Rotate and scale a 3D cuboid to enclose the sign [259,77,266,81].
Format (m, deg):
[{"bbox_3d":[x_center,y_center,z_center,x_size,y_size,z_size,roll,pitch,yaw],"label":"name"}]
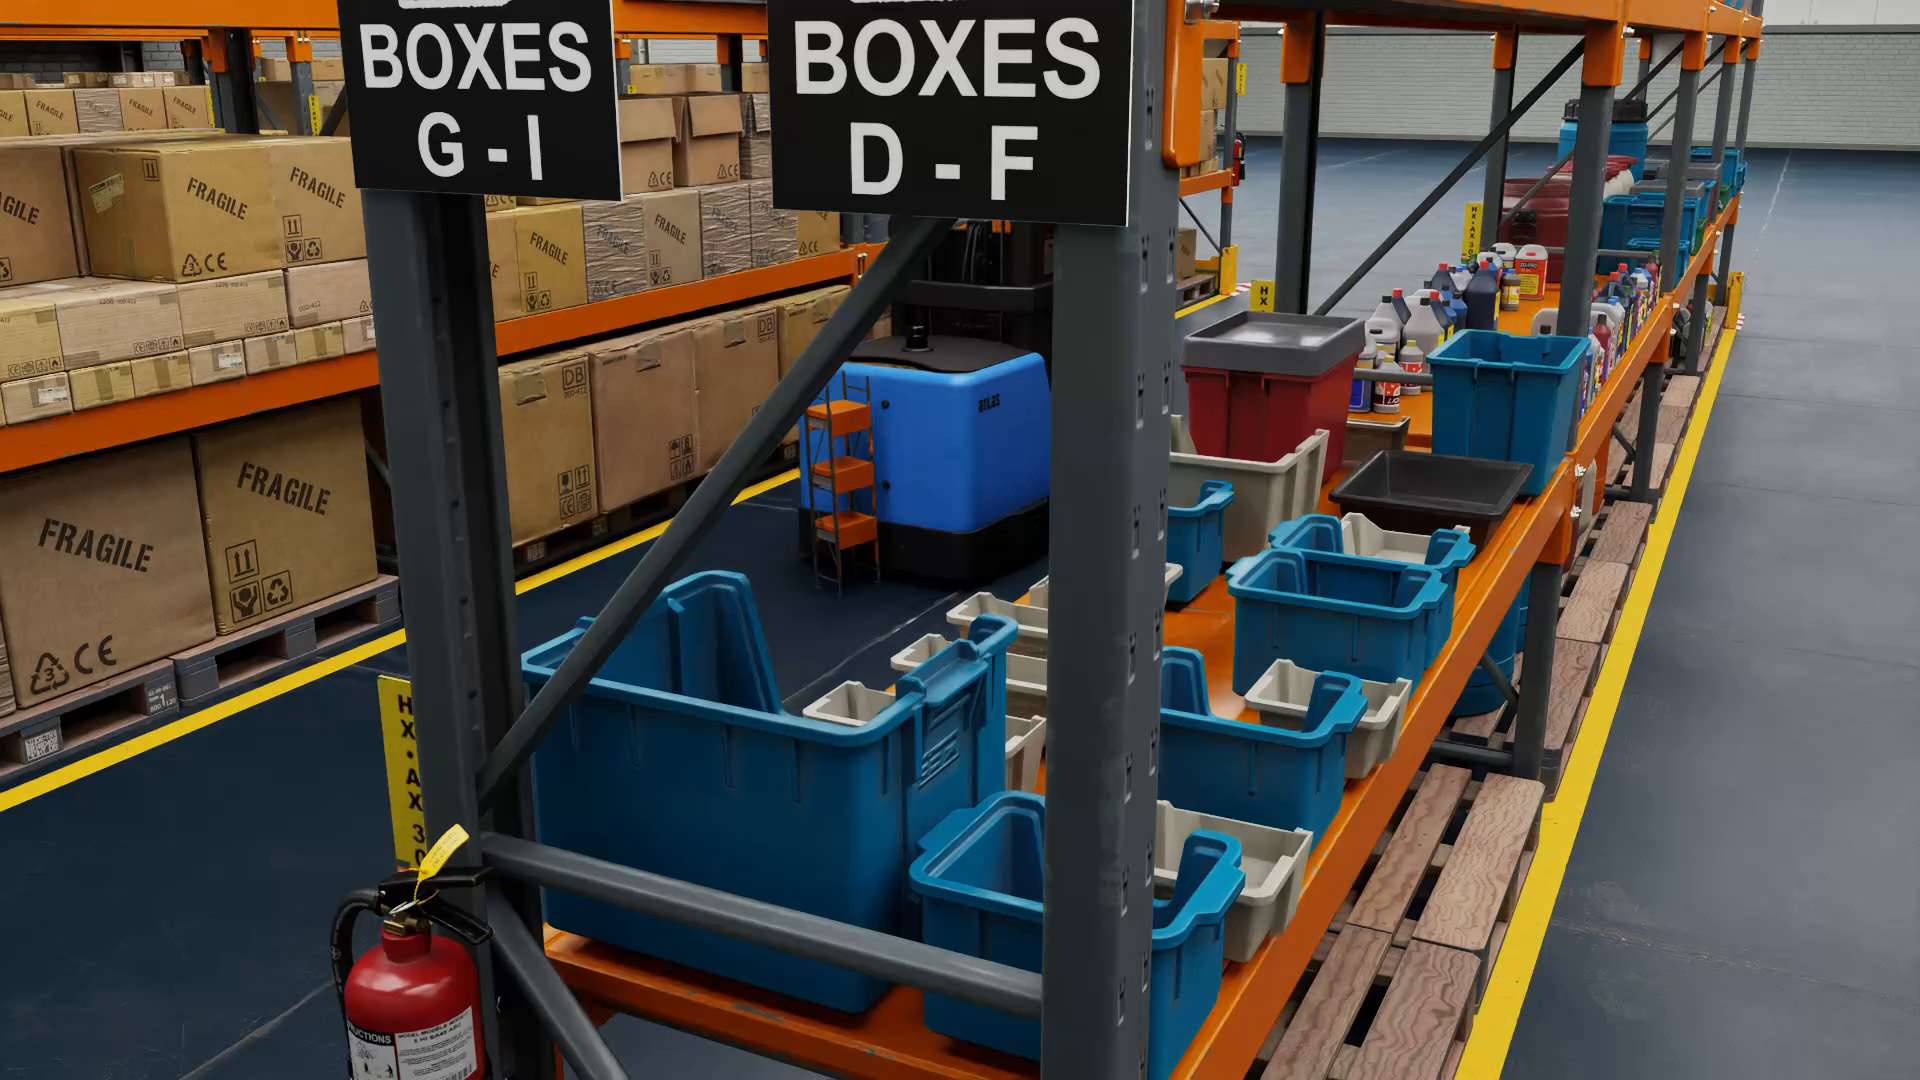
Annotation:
[{"bbox_3d":[-7.688,-4.941,18.359,0.100,0.325,0.005,8,18,25],"label":"sign"}]

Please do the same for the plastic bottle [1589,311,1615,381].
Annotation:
[{"bbox_3d":[2.497,-0.773,6.577,0.152,0.276,0.135,8,18,25],"label":"plastic bottle"}]

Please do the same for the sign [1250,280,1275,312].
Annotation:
[{"bbox_3d":[1.044,-0.730,5.729,0.100,0.325,0.005,8,18,25],"label":"sign"}]

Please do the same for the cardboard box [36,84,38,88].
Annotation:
[{"bbox_3d":[-12.079,-5.776,21.364,0.380,0.149,0.250,8,18,24],"label":"cardboard box"}]

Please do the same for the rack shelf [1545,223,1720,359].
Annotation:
[{"bbox_3d":[4.216,-1.711,10.779,1.077,0.370,4.000,8,18,25],"label":"rack shelf"}]

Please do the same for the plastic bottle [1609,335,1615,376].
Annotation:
[{"bbox_3d":[2.573,-0.763,6.675,0.097,0.201,0.097,0,17,0],"label":"plastic bottle"}]

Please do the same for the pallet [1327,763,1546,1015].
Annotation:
[{"bbox_3d":[1.242,1.002,5.281,1.003,0.211,1.213,8,18,25],"label":"pallet"}]

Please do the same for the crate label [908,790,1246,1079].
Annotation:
[{"bbox_3d":[0.153,0.522,2.187,0.416,0.233,0.303,8,18,25],"label":"crate label"}]

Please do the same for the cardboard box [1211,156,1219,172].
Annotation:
[{"bbox_3d":[2.524,-3.995,17.647,0.380,0.149,0.250,8,18,25],"label":"cardboard box"}]

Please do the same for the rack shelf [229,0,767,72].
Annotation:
[{"bbox_3d":[-2.002,-2.760,9.043,1.077,0.370,4.000,8,18,25],"label":"rack shelf"}]

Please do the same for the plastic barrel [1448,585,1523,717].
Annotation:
[{"bbox_3d":[1.794,0.141,6.230,0.600,0.901,0.708,8,18,25],"label":"plastic barrel"}]

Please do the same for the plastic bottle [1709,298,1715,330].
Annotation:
[{"bbox_3d":[6.433,-1.937,14.276,0.061,0.283,0.133,9,19,27],"label":"plastic bottle"}]

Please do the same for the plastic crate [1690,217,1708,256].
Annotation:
[{"bbox_3d":[4.584,-1.984,10.808,0.450,0.188,0.662,8,18,25],"label":"plastic crate"}]

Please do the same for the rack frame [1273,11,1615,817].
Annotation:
[{"bbox_3d":[1.535,-0.527,5.531,1.000,3.000,0.127,8,18,25],"label":"rack frame"}]

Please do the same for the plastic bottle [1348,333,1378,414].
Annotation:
[{"bbox_3d":[1.422,-0.609,6.025,0.152,0.276,0.135,8,18,25],"label":"plastic bottle"}]

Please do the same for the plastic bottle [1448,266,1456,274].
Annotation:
[{"bbox_3d":[2.283,-1.133,7.774,0.061,0.283,0.133,8,18,25],"label":"plastic bottle"}]

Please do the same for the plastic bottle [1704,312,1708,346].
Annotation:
[{"bbox_3d":[6.037,-1.711,13.516,0.061,0.283,0.133,9,19,28],"label":"plastic bottle"}]

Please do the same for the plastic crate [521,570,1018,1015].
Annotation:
[{"bbox_3d":[-0.269,0.337,2.455,0.616,0.435,0.499,8,18,25],"label":"plastic crate"}]

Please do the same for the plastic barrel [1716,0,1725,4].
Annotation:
[{"bbox_3d":[4.176,-3.538,9.646,0.600,0.830,0.708,8,18,25],"label":"plastic barrel"}]

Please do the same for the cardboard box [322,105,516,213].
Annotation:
[{"bbox_3d":[-2.618,-1.850,8.047,0.797,0.503,0.637,8,18,24],"label":"cardboard box"}]

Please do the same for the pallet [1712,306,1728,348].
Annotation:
[{"bbox_3d":[6.538,-2.016,15.440,1.003,0.211,1.213,8,18,25],"label":"pallet"}]

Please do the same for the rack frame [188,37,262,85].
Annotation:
[{"bbox_3d":[-8.187,-4.456,18.759,1.000,3.000,0.127,8,18,25],"label":"rack frame"}]

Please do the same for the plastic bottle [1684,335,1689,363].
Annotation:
[{"bbox_3d":[5.645,-1.493,12.803,0.097,0.271,0.097,0,17,0],"label":"plastic bottle"}]

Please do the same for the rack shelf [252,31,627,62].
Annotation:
[{"bbox_3d":[-4.607,-4.436,14.685,1.077,0.370,4.000,8,18,25],"label":"rack shelf"}]

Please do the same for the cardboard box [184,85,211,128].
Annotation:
[{"bbox_3d":[-8.188,-4.701,18.148,0.500,0.500,0.500,8,18,24],"label":"cardboard box"}]

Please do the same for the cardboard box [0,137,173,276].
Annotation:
[{"bbox_3d":[-3.565,-1.374,6.805,0.500,0.500,0.500,8,18,25],"label":"cardboard box"}]

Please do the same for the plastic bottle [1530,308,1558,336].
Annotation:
[{"bbox_3d":[2.361,-0.792,6.642,0.152,0.276,0.135,8,18,25],"label":"plastic bottle"}]

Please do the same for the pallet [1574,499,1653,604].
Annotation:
[{"bbox_3d":[3.008,-0.003,8.665,1.003,0.211,1.213,8,18,25],"label":"pallet"}]

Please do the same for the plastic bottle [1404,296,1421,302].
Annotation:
[{"bbox_3d":[1.871,-0.865,6.887,0.152,0.276,0.135,8,18,25],"label":"plastic bottle"}]

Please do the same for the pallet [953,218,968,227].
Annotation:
[{"bbox_3d":[-0.260,-2.594,12.826,1.003,0.211,1.213,8,18,25],"label":"pallet"}]

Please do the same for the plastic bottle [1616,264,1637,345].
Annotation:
[{"bbox_3d":[2.905,-1.039,7.340,0.144,0.351,0.185,8,18,25],"label":"plastic bottle"}]

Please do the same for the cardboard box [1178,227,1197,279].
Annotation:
[{"bbox_3d":[2.172,-3.060,17.712,0.500,0.500,0.500,12,20,36],"label":"cardboard box"}]

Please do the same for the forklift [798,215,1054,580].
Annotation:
[{"bbox_3d":[0.338,-1.576,9.182,1.130,2.935,3.031,9,19,29],"label":"forklift"}]

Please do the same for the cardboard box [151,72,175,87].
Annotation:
[{"bbox_3d":[-8.487,-4.835,17.461,0.380,0.149,0.250,8,18,24],"label":"cardboard box"}]

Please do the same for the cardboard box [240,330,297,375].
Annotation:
[{"bbox_3d":[-2.968,-0.787,6.846,0.380,0.149,0.250,8,18,24],"label":"cardboard box"}]

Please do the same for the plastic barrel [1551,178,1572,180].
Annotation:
[{"bbox_3d":[3.591,-1.889,9.919,0.421,0.512,0.421,0,17,0],"label":"plastic barrel"}]

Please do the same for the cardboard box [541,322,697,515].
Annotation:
[{"bbox_3d":[-2.229,-0.733,9.220,1.225,0.875,0.875,7,18,23],"label":"cardboard box"}]

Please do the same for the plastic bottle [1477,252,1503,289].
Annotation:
[{"bbox_3d":[2.633,-1.300,8.350,0.152,0.276,0.135,8,18,25],"label":"plastic bottle"}]

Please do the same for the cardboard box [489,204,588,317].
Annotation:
[{"bbox_3d":[-2.243,-1.419,8.358,0.500,0.500,0.500,8,18,25],"label":"cardboard box"}]

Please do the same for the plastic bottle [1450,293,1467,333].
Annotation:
[{"bbox_3d":[2.095,-0.911,7.049,0.097,0.271,0.097,0,17,0],"label":"plastic bottle"}]

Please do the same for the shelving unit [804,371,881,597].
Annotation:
[{"bbox_3d":[-0.573,-0.272,8.074,0.252,1.050,0.215,-18,24,-39],"label":"shelving unit"}]

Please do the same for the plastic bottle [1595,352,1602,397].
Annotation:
[{"bbox_3d":[2.366,-0.646,6.278,0.097,0.201,0.097,0,17,0],"label":"plastic bottle"}]

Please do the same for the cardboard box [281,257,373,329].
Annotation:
[{"bbox_3d":[-2.858,-1.082,7.141,0.500,0.250,0.500,8,18,24],"label":"cardboard box"}]

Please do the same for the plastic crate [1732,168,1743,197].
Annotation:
[{"bbox_3d":[6.646,-3.182,14.732,0.499,0.251,0.408,8,18,25],"label":"plastic crate"}]

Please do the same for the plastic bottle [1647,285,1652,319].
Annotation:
[{"bbox_3d":[3.309,-1.183,8.088,0.097,0.201,0.097,0,17,0],"label":"plastic bottle"}]

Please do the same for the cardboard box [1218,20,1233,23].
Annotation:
[{"bbox_3d":[2.478,-5.425,17.016,0.500,0.250,0.500,9,19,27],"label":"cardboard box"}]

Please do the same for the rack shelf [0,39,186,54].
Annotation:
[{"bbox_3d":[-11.735,-6.689,22.272,1.077,0.370,4.000,8,18,25],"label":"rack shelf"}]

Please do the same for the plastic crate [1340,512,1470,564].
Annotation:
[{"bbox_3d":[1.026,0.052,3.938,0.293,0.136,0.466,8,18,25],"label":"plastic crate"}]

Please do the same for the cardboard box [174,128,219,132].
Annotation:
[{"bbox_3d":[-5.882,-3.105,12.869,0.380,0.149,0.250,8,18,25],"label":"cardboard box"}]

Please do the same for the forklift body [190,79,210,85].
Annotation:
[{"bbox_3d":[-10.057,-4.983,22.025,2.313,2.155,1.214,8,18,25],"label":"forklift body"}]

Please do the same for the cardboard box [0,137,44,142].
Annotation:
[{"bbox_3d":[-6.581,-2.708,11.532,0.380,0.149,0.250,8,18,25],"label":"cardboard box"}]

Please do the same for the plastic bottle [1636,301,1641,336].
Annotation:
[{"bbox_3d":[3.048,-1.034,7.587,0.097,0.201,0.097,0,17,0],"label":"plastic bottle"}]
